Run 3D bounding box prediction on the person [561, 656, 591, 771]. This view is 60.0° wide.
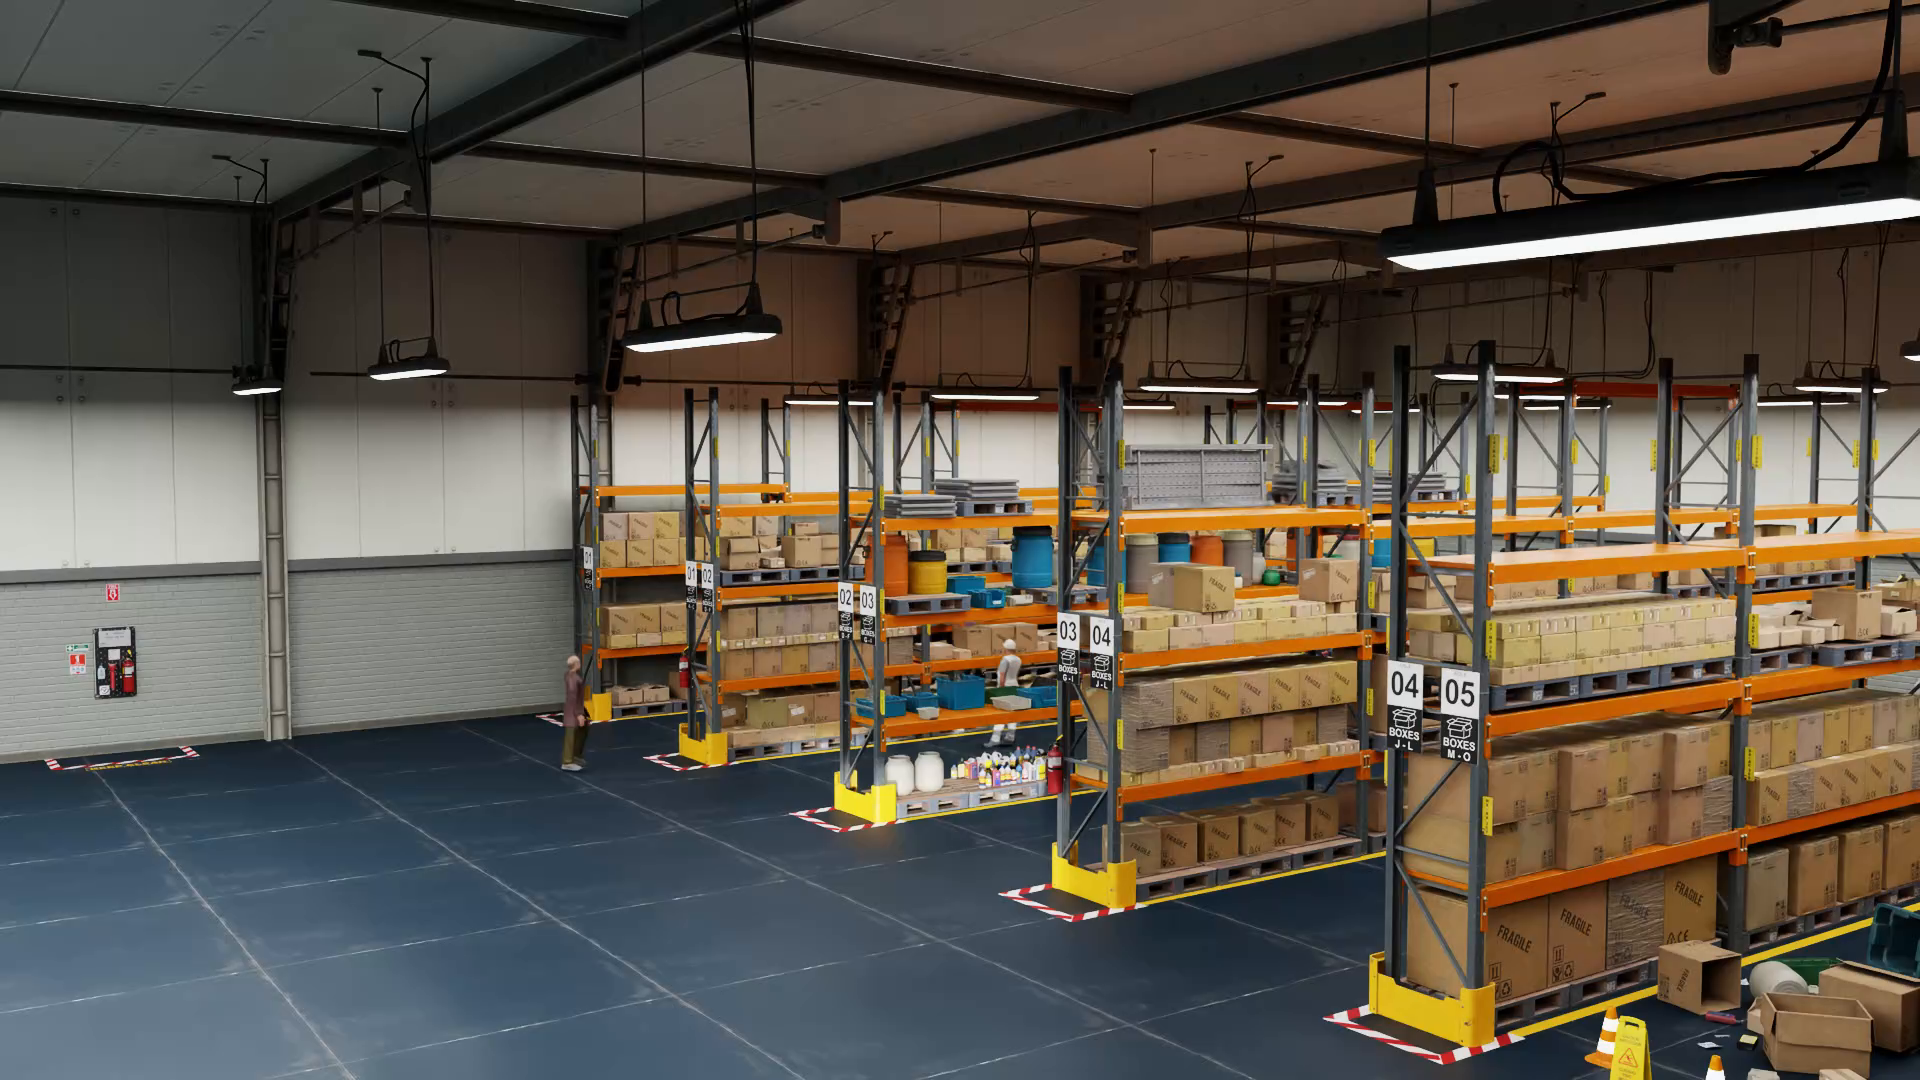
[{"bbox_3d":[-6.043,2.720,26.139,0.423,1.821,0.673,0,3,-4],"label":"person"}]

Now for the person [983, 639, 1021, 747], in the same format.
[{"bbox_3d":[0.732,2.574,28.121,0.441,1.799,0.649,2,4,34],"label":"person"}]

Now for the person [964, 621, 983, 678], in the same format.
[{"bbox_3d":[0.293,2.173,33.022,0.524,1.611,0.409,0,3,3],"label":"person"}]
